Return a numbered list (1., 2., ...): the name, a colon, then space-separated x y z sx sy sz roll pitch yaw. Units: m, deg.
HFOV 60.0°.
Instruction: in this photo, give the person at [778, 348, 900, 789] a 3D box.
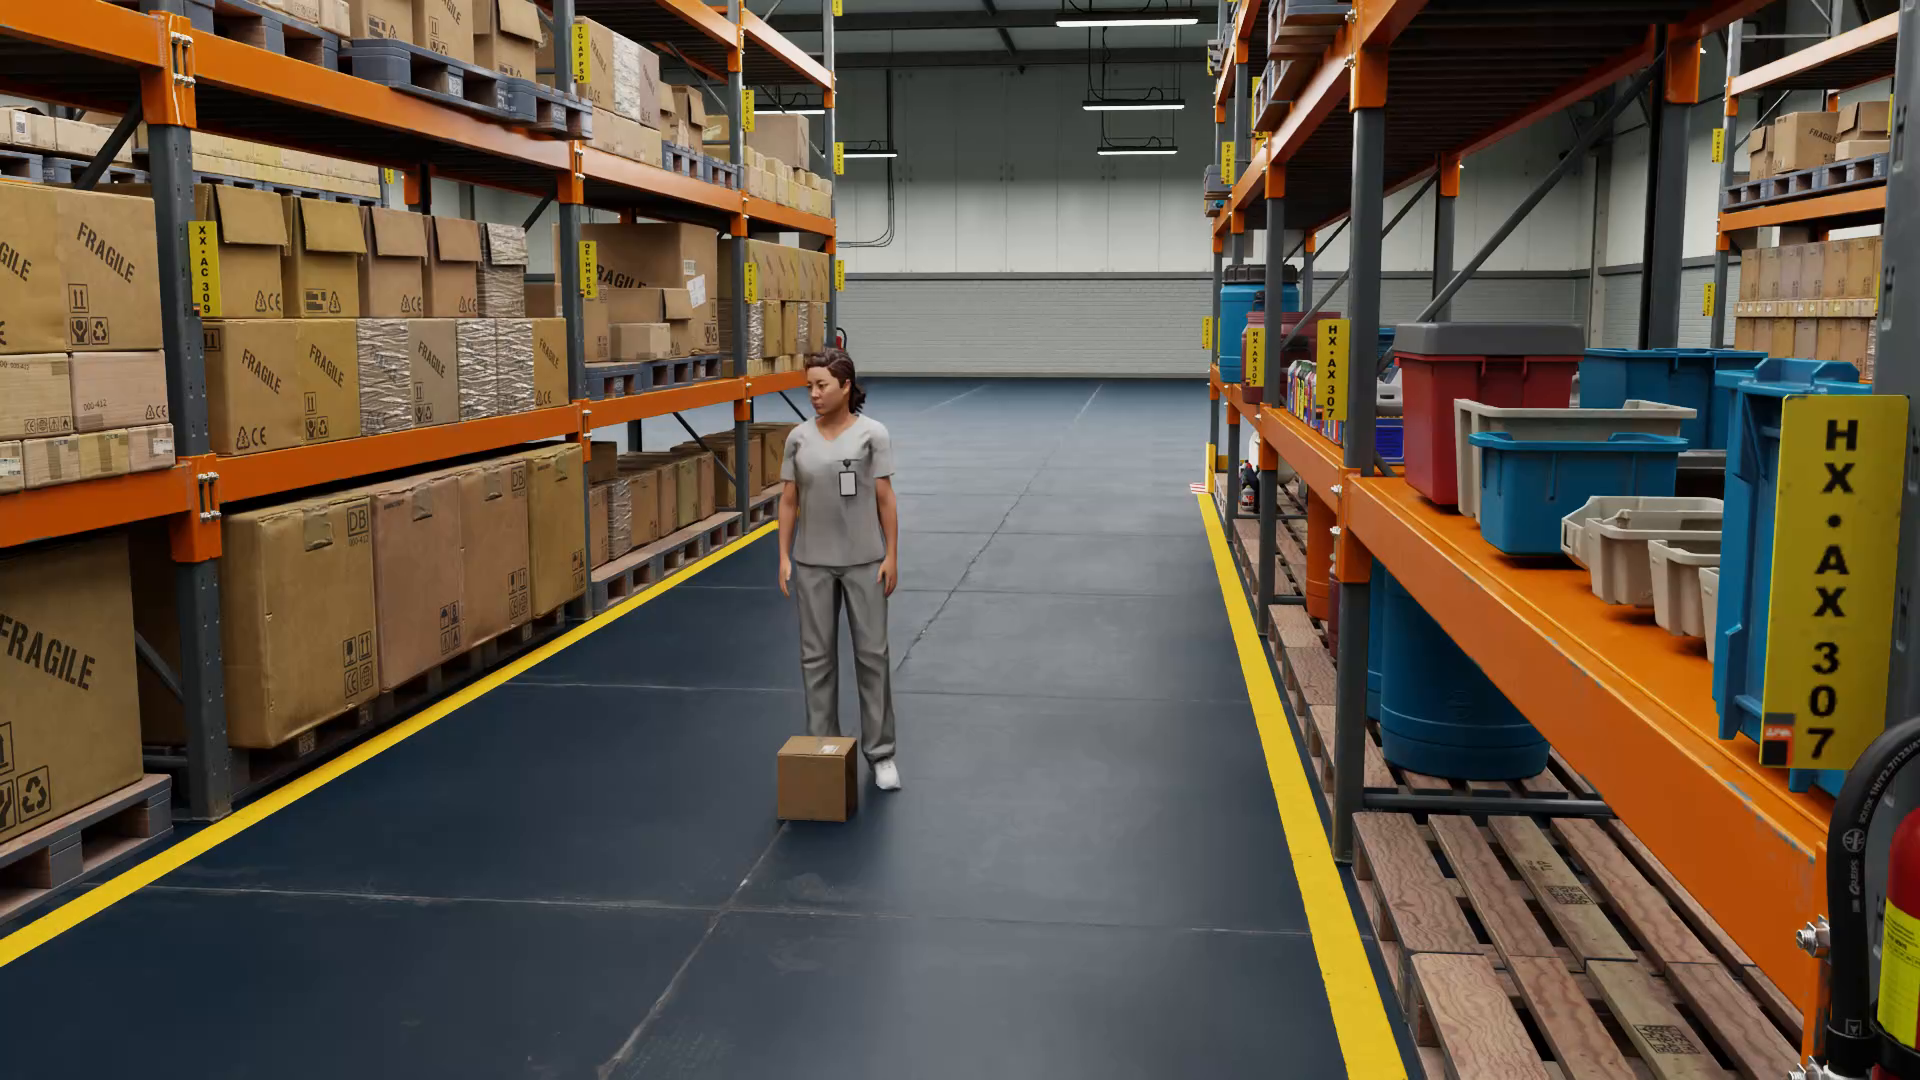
1. person: -0.468 0.108 6.480 0.496 1.700 0.392 1 8 7
